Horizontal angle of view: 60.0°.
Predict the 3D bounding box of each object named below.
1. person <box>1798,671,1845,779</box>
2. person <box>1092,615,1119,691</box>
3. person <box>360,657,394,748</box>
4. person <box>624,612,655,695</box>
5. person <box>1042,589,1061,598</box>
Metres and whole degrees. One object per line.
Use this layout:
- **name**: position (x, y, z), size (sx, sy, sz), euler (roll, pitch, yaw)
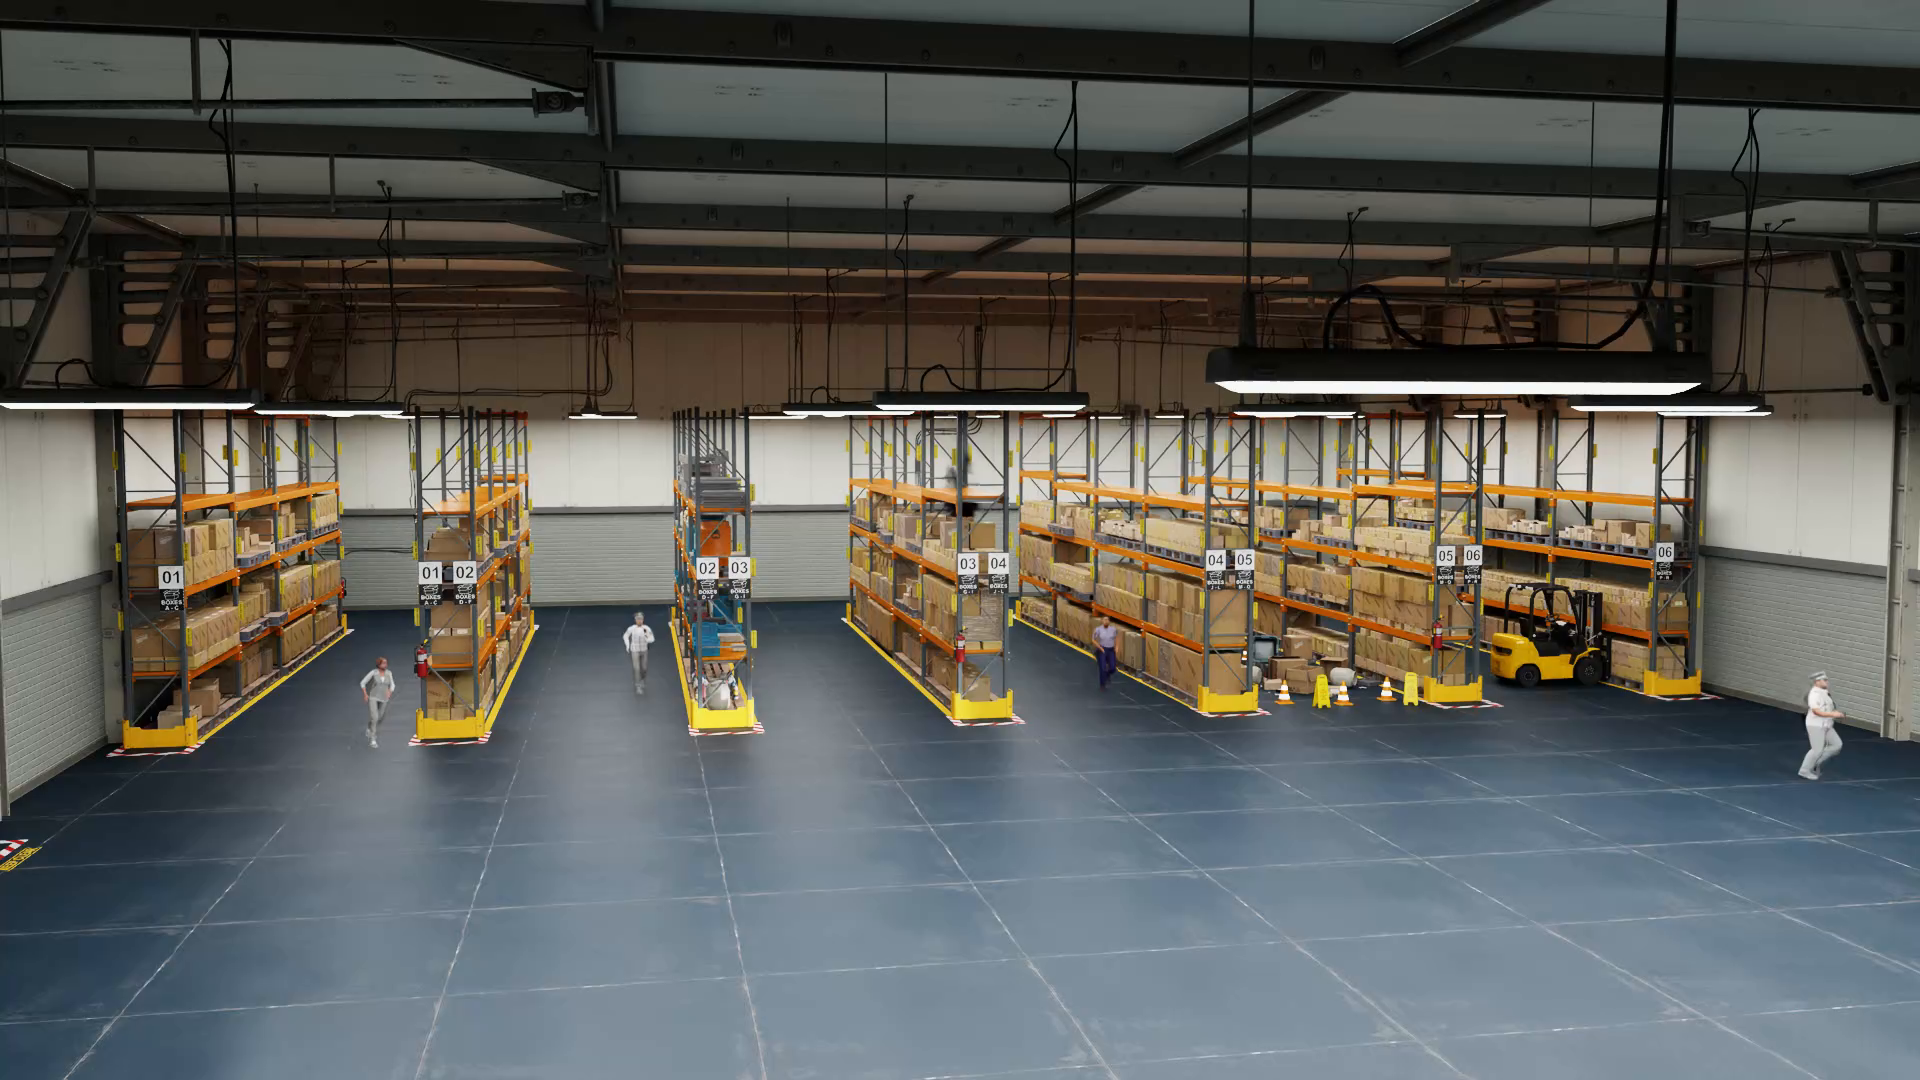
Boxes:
- **person**: position (13.777, 2.950, 26.544), size (0.648, 1.746, 0.646), euler (4, 6, 43)
- **person**: position (3.125, 2.404, 35.507), size (0.640, 1.606, 0.571), euler (-1, 4, -12)
- **person**: position (-10.348, 2.858, 29.568), size (0.582, 1.565, 0.708), euler (-3, 5, -38)
- **person**: position (-6.759, 2.360, 35.100), size (0.611, 1.681, 0.940), euler (-1, 4, -18)
- **person**: position (2.820, 1.282, 50.146), size (0.732, 1.821, 0.633), euler (-1, 4, -10)
